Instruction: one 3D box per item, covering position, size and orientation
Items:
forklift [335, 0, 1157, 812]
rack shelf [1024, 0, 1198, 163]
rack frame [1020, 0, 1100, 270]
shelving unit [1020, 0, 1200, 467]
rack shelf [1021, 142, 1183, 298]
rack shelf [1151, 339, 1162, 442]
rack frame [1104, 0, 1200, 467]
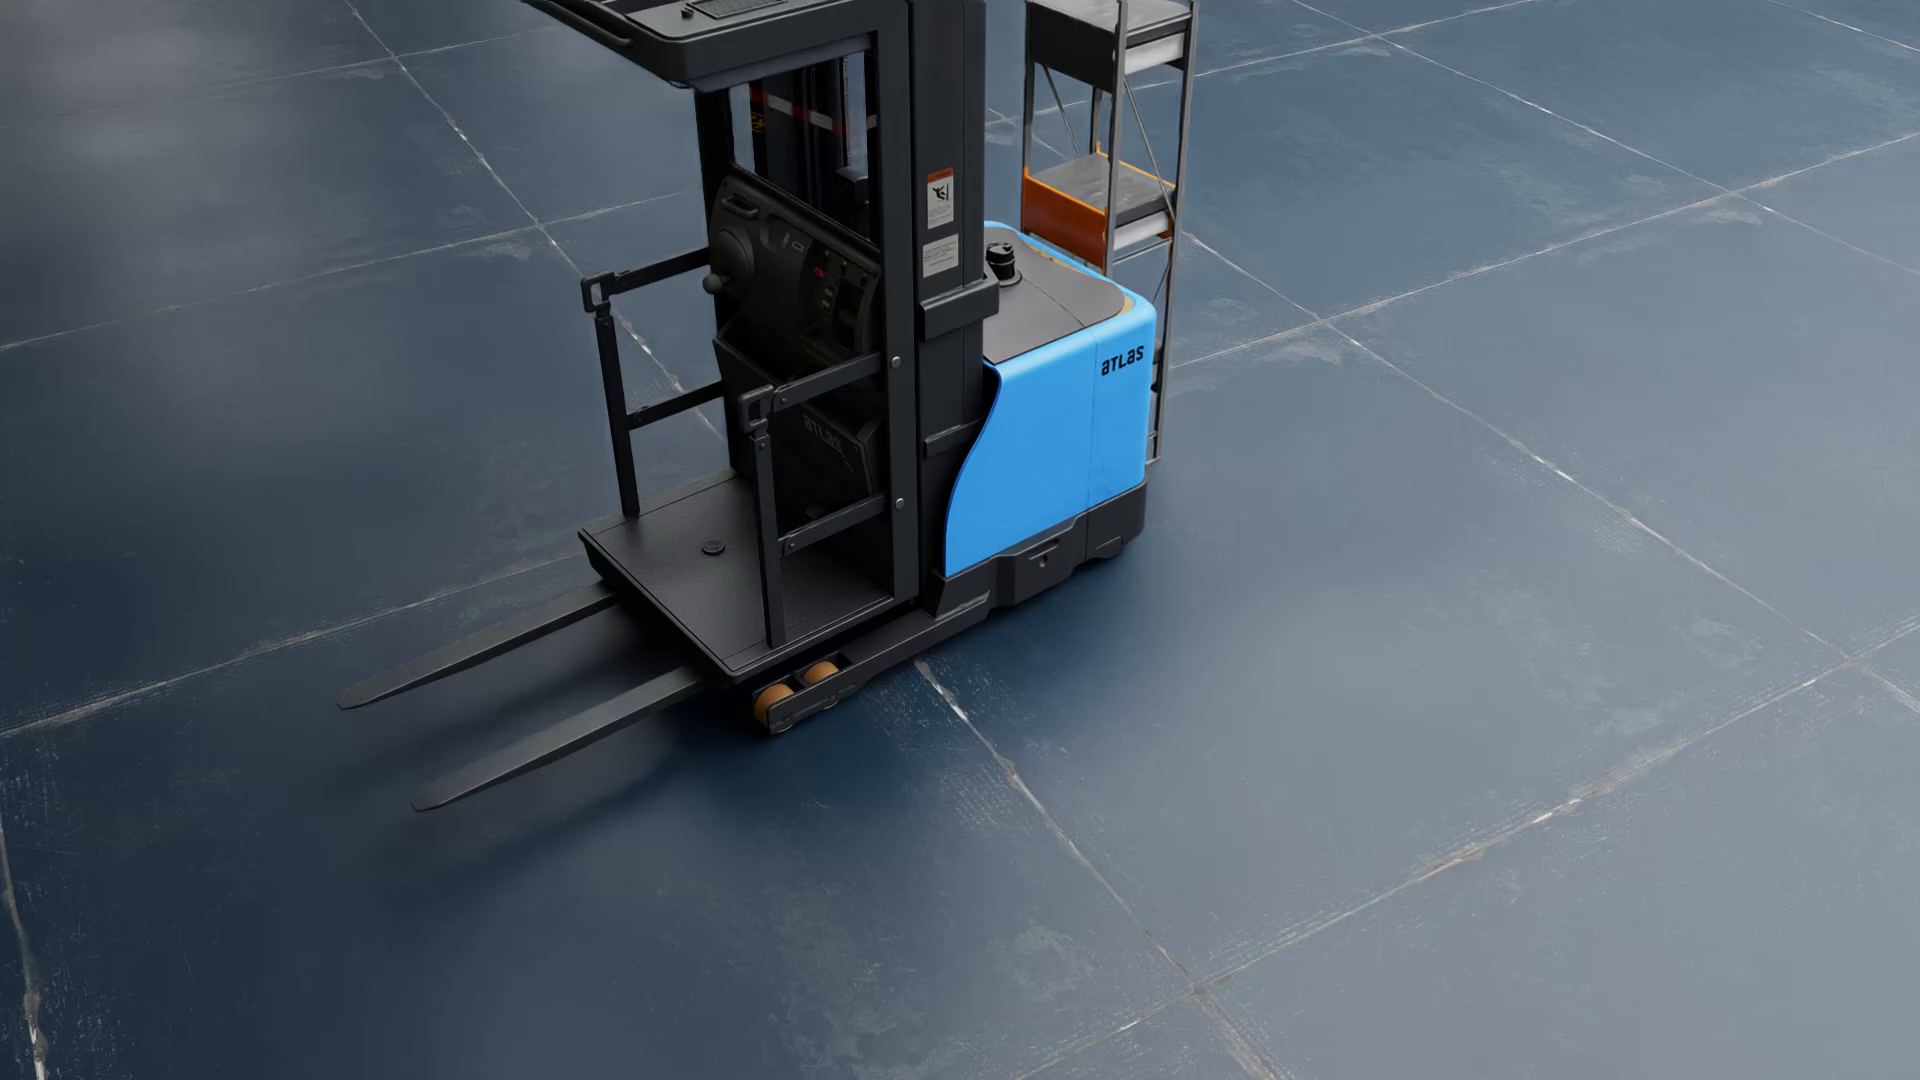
[{"bbox_3d":[-0.725,-0.864,5.447,3.031,2.935,1.130,-25,43,-30],"label":"forklift"},{"bbox_3d":[0.559,-1.792,6.260,0.431,0.518,0.480,-26,43,-31],"label":"rack shelf"},{"bbox_3d":[0.404,-1.349,6.817,0.400,2.100,0.015,-26,43,-31],"label":"rack frame"},{"bbox_3d":[0.559,-1.238,6.664,0.431,2.100,0.503,-26,43,-31],"label":"shelving unit"},{"bbox_3d":[0.559,-1.227,6.672,0.431,0.518,0.480,-26,43,-31],"label":"rack shelf"},{"bbox_3d":[0.559,-0.661,7.085,0.431,0.518,0.480,-26,43,-31],"label":"rack shelf"},{"bbox_3d":[0.714,-1.127,6.512,0.400,2.100,0.015,-26,43,-31],"label":"rack frame"}]
